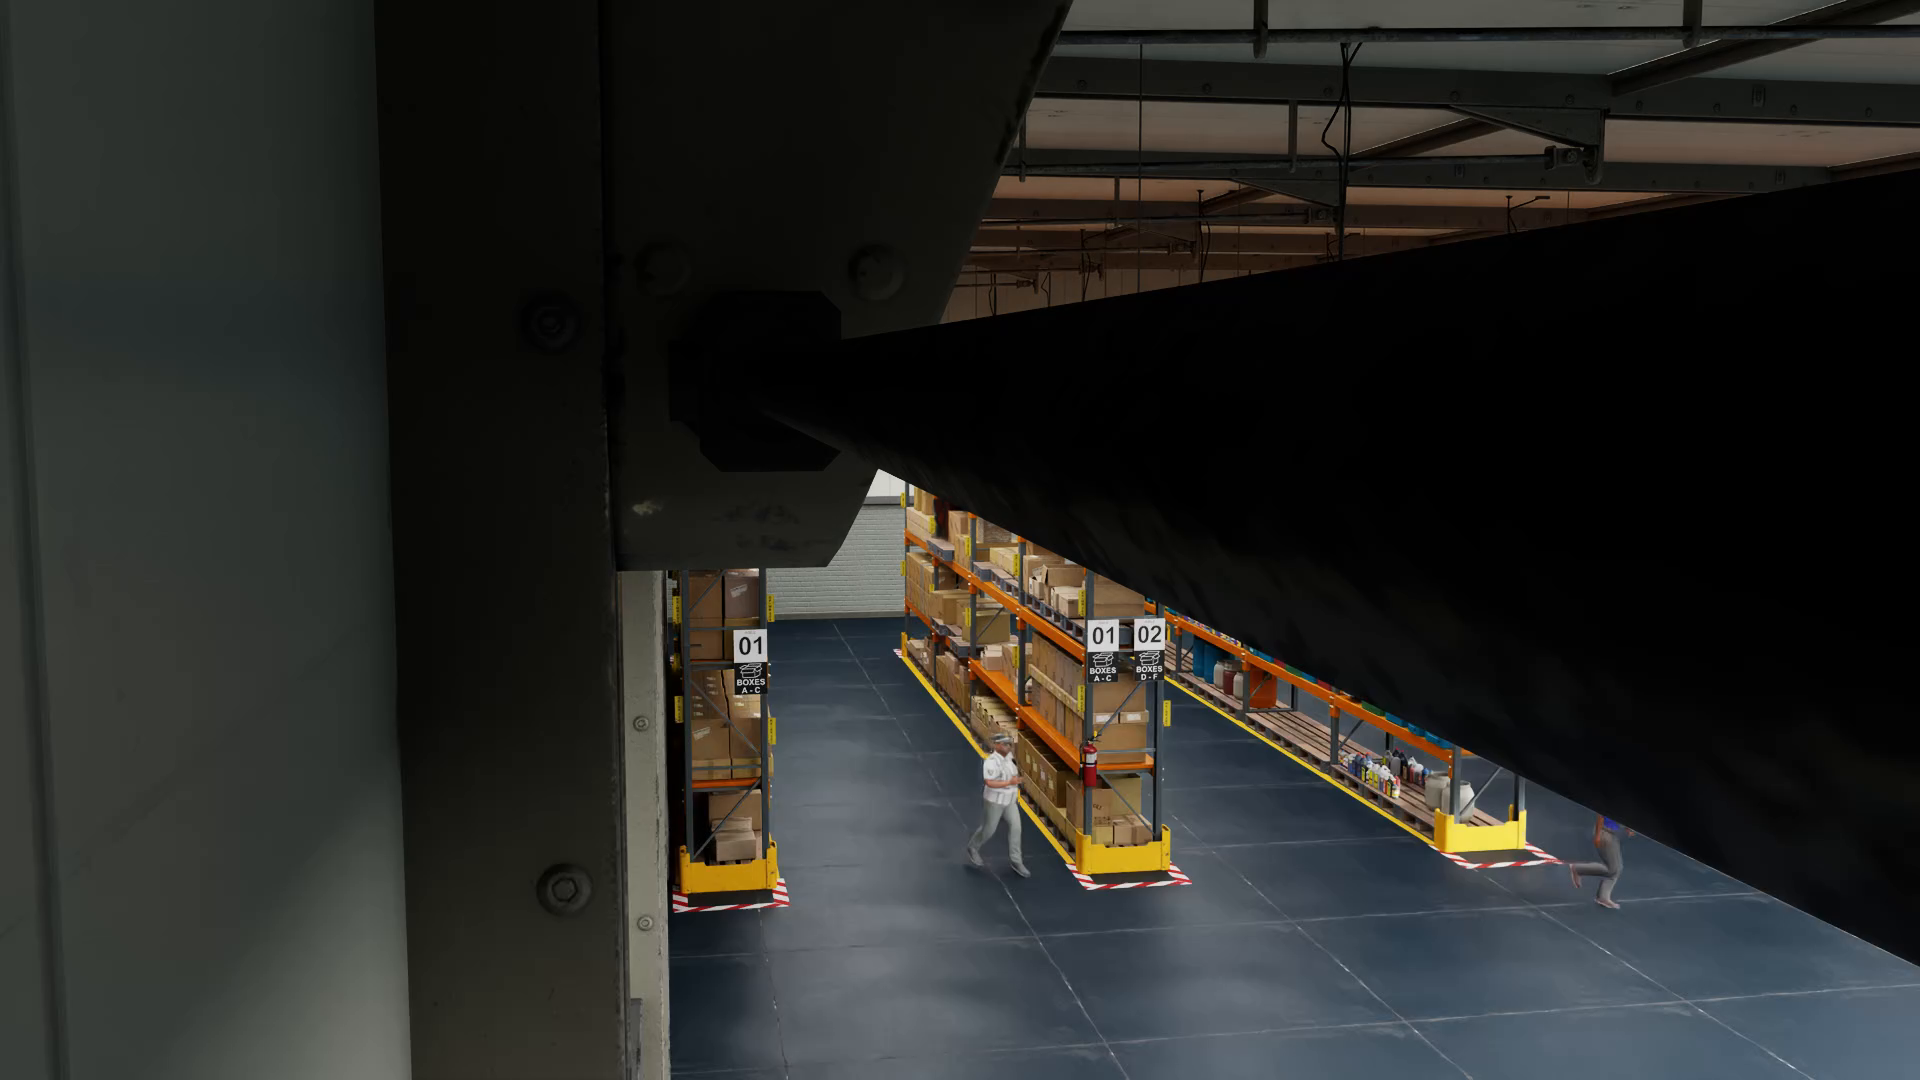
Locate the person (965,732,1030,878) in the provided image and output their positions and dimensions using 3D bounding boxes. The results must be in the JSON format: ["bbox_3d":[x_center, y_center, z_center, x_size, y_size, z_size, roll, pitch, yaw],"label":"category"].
[{"bbox_3d":[0.479,3.268,20.837,0.959,1.795,0.650,5,8,42],"label":"person"}]

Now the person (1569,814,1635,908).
[{"bbox_3d":[7.618,3.538,19.603,0.673,1.594,0.567,2,6,21],"label":"person"}]
